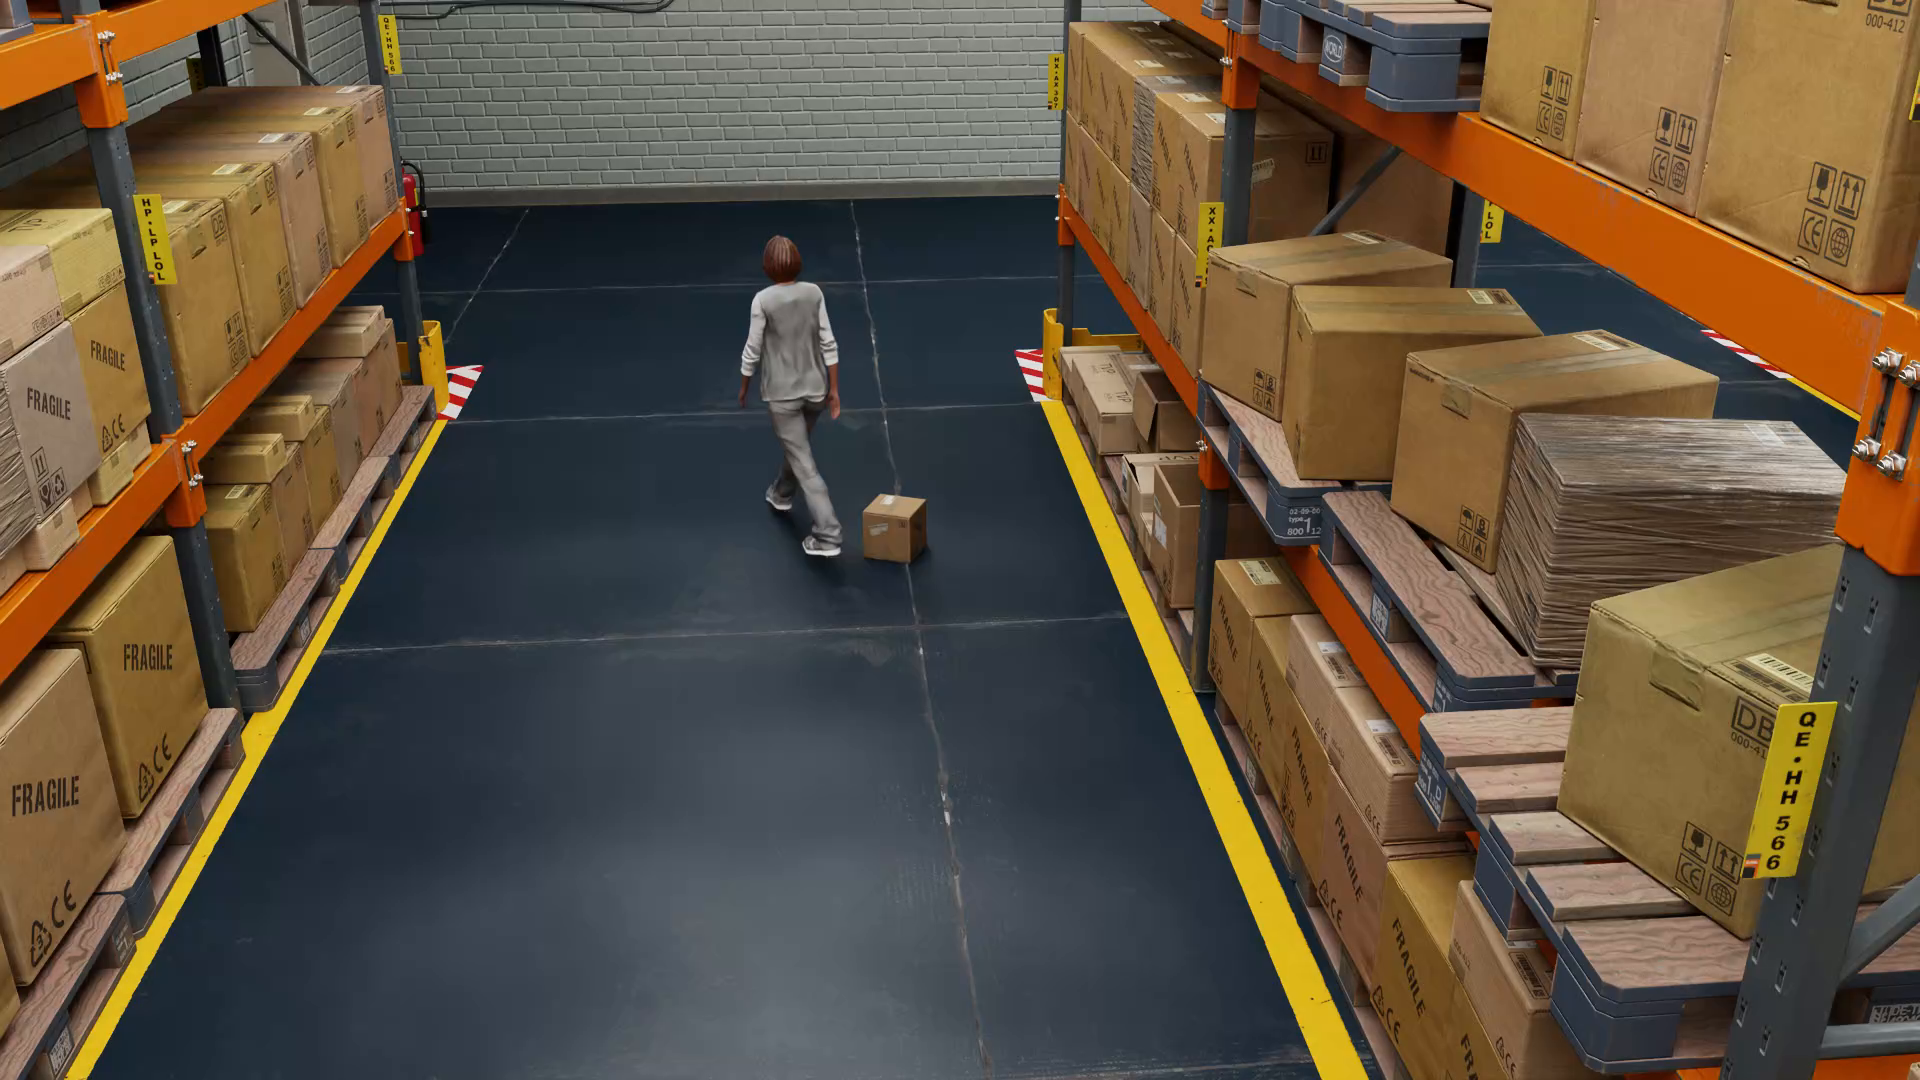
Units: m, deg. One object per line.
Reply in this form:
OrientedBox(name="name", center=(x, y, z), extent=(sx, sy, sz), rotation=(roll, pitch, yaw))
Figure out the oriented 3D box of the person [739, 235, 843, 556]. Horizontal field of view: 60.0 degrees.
OrientedBox(name="person", center=(-0.840, -0.745, 8.261), extent=(0.432, 1.528, 1.004), rotation=(-16, 28, -31))
